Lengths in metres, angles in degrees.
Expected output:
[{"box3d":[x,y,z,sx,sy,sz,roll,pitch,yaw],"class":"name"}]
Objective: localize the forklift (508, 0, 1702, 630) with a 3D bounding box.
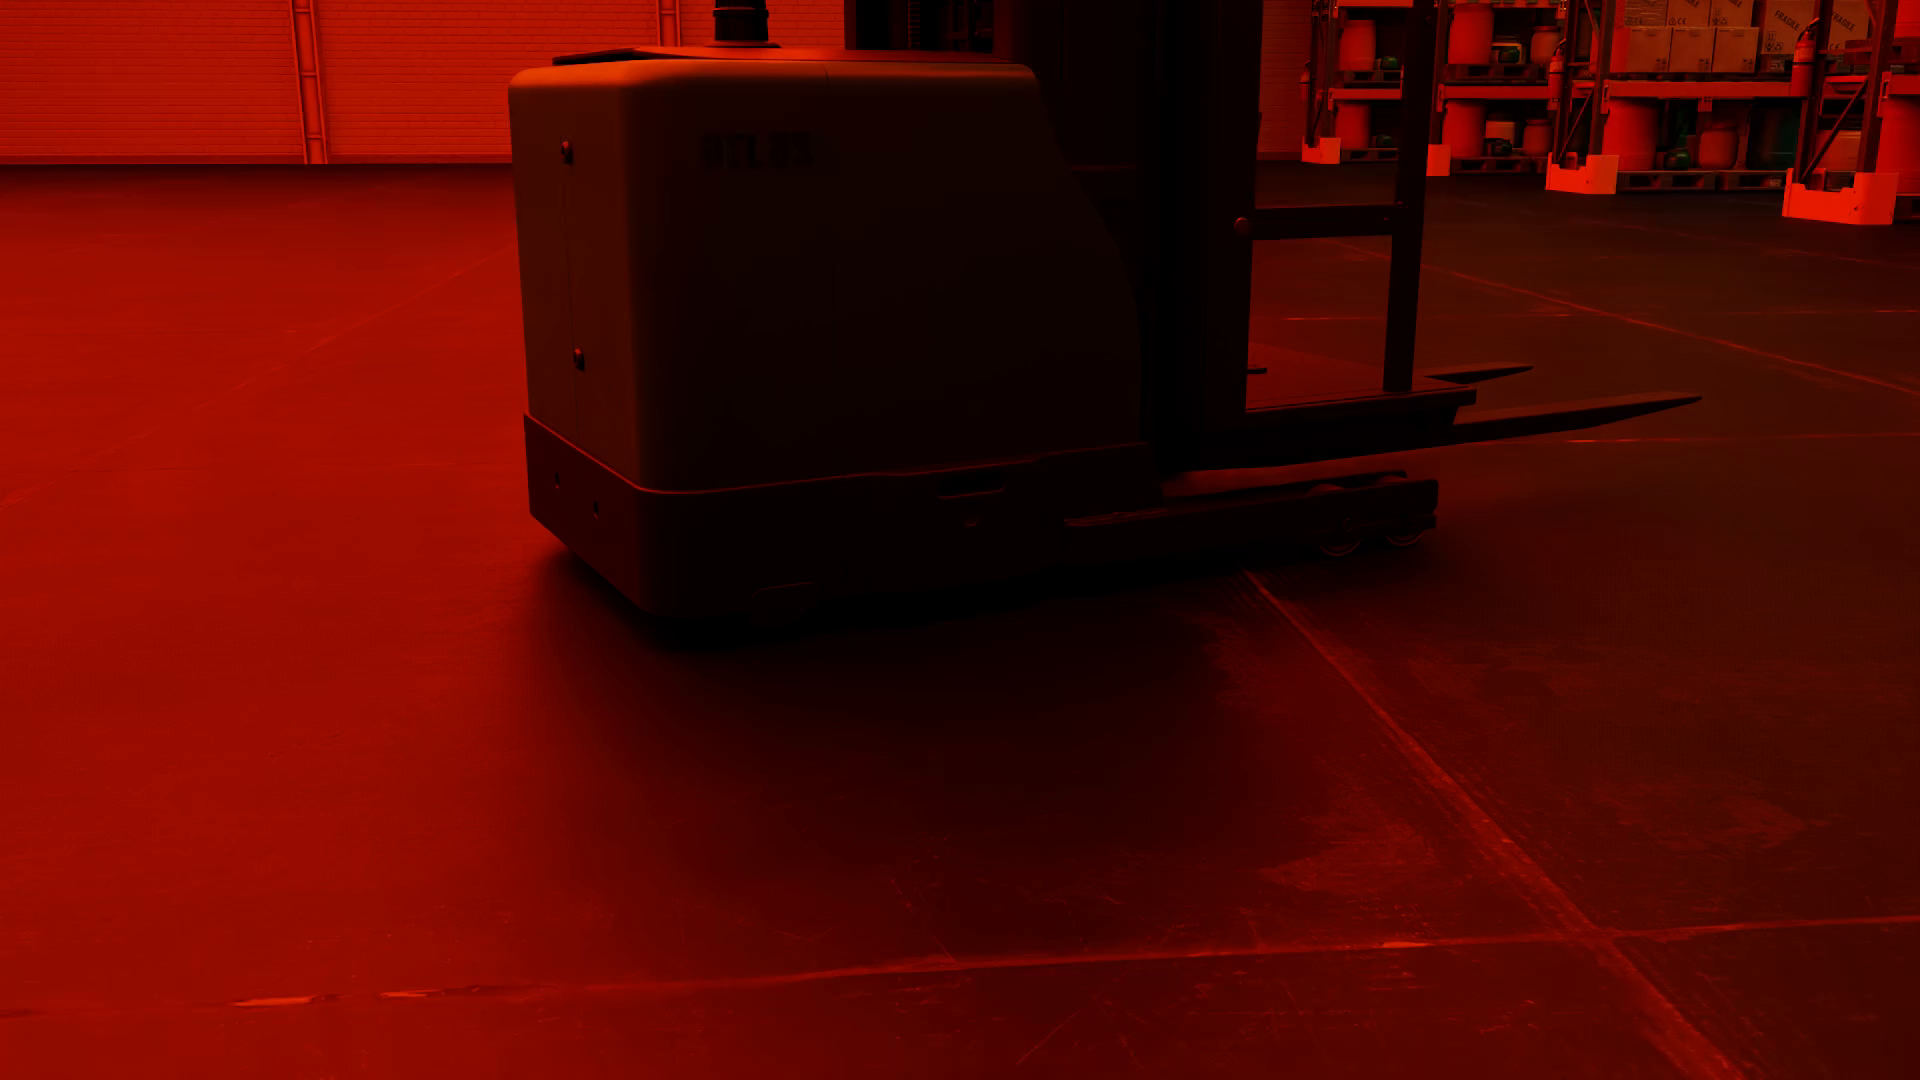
[{"box3d":[0.538,-1.490,3.837,3.031,2.935,1.130,-8,17,-27],"class":"forklift"}]
